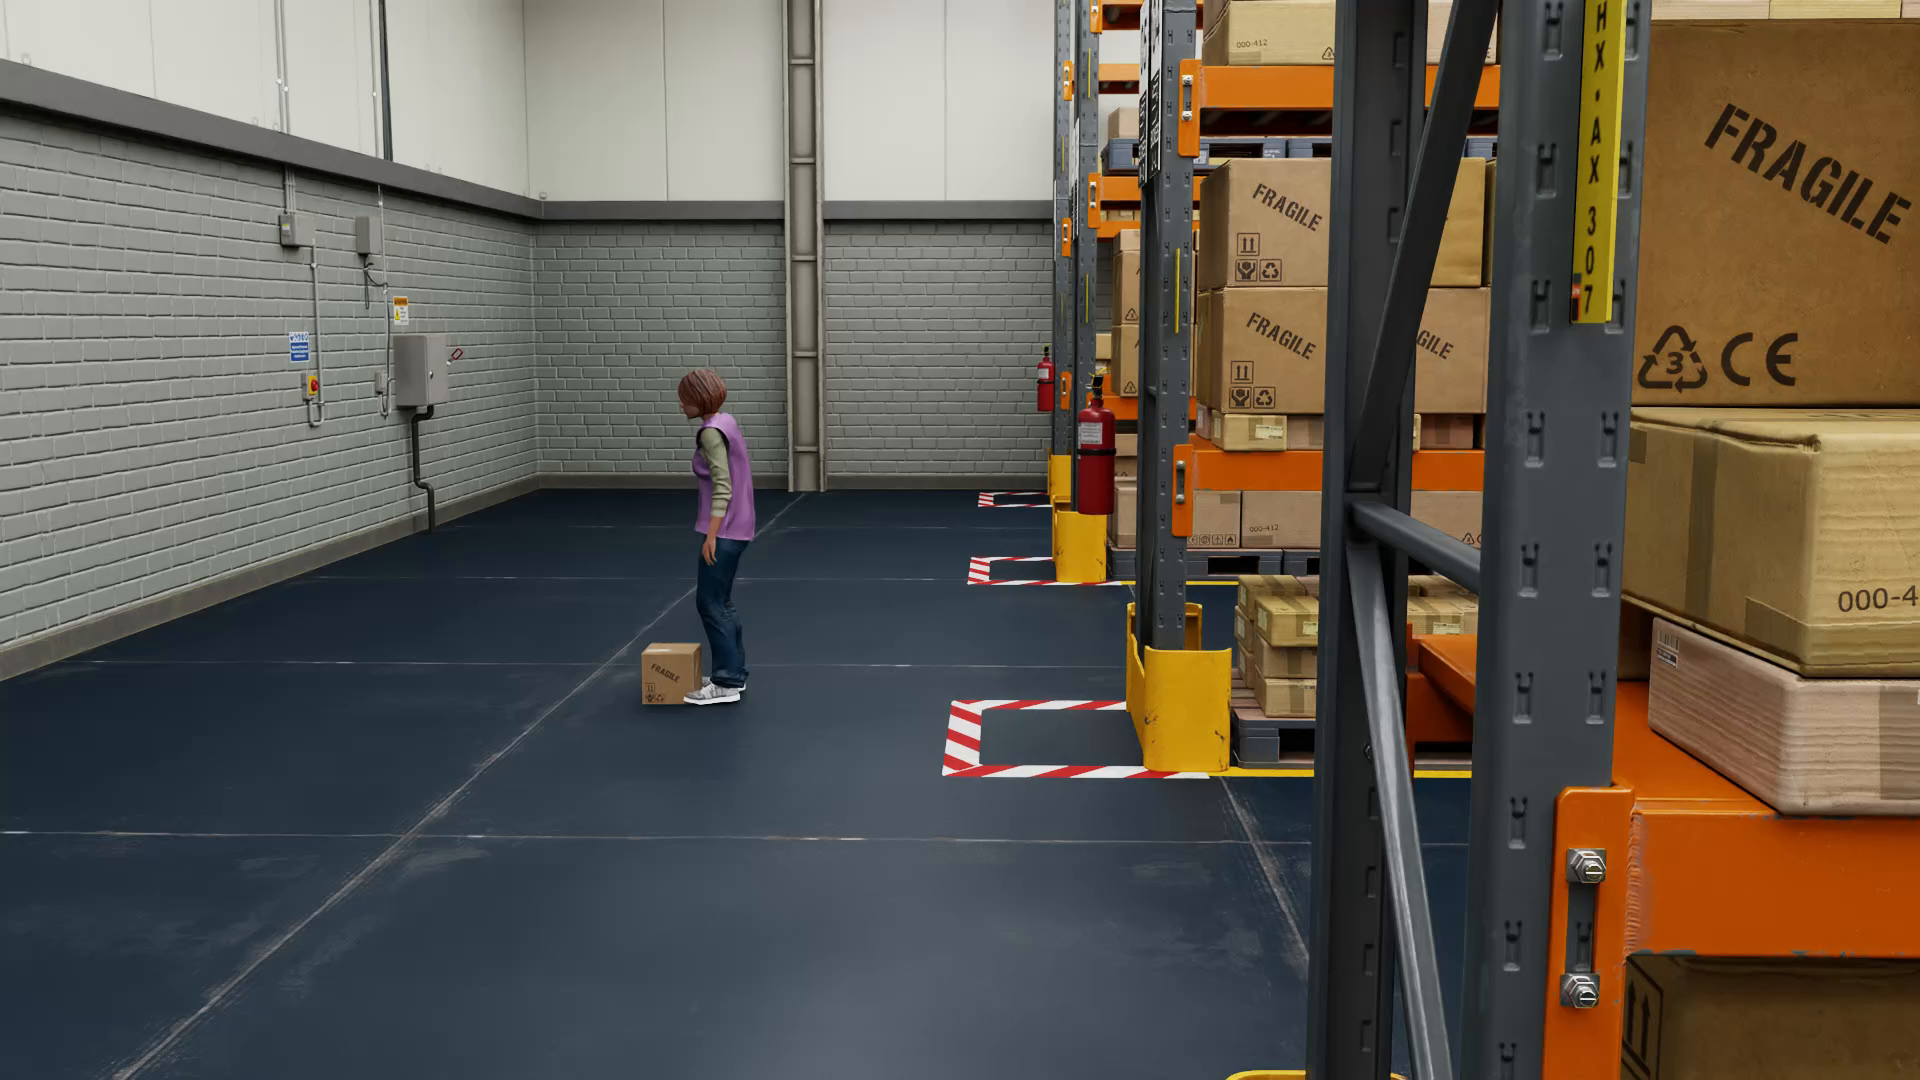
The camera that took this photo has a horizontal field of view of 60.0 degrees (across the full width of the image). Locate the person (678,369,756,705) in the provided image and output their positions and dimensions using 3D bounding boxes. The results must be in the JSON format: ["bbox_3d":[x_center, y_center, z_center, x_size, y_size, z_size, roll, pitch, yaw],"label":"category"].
[{"bbox_3d":[-1.156,-0.018,7.972,0.348,1.590,0.469,0,7,-1],"label":"person"}]
